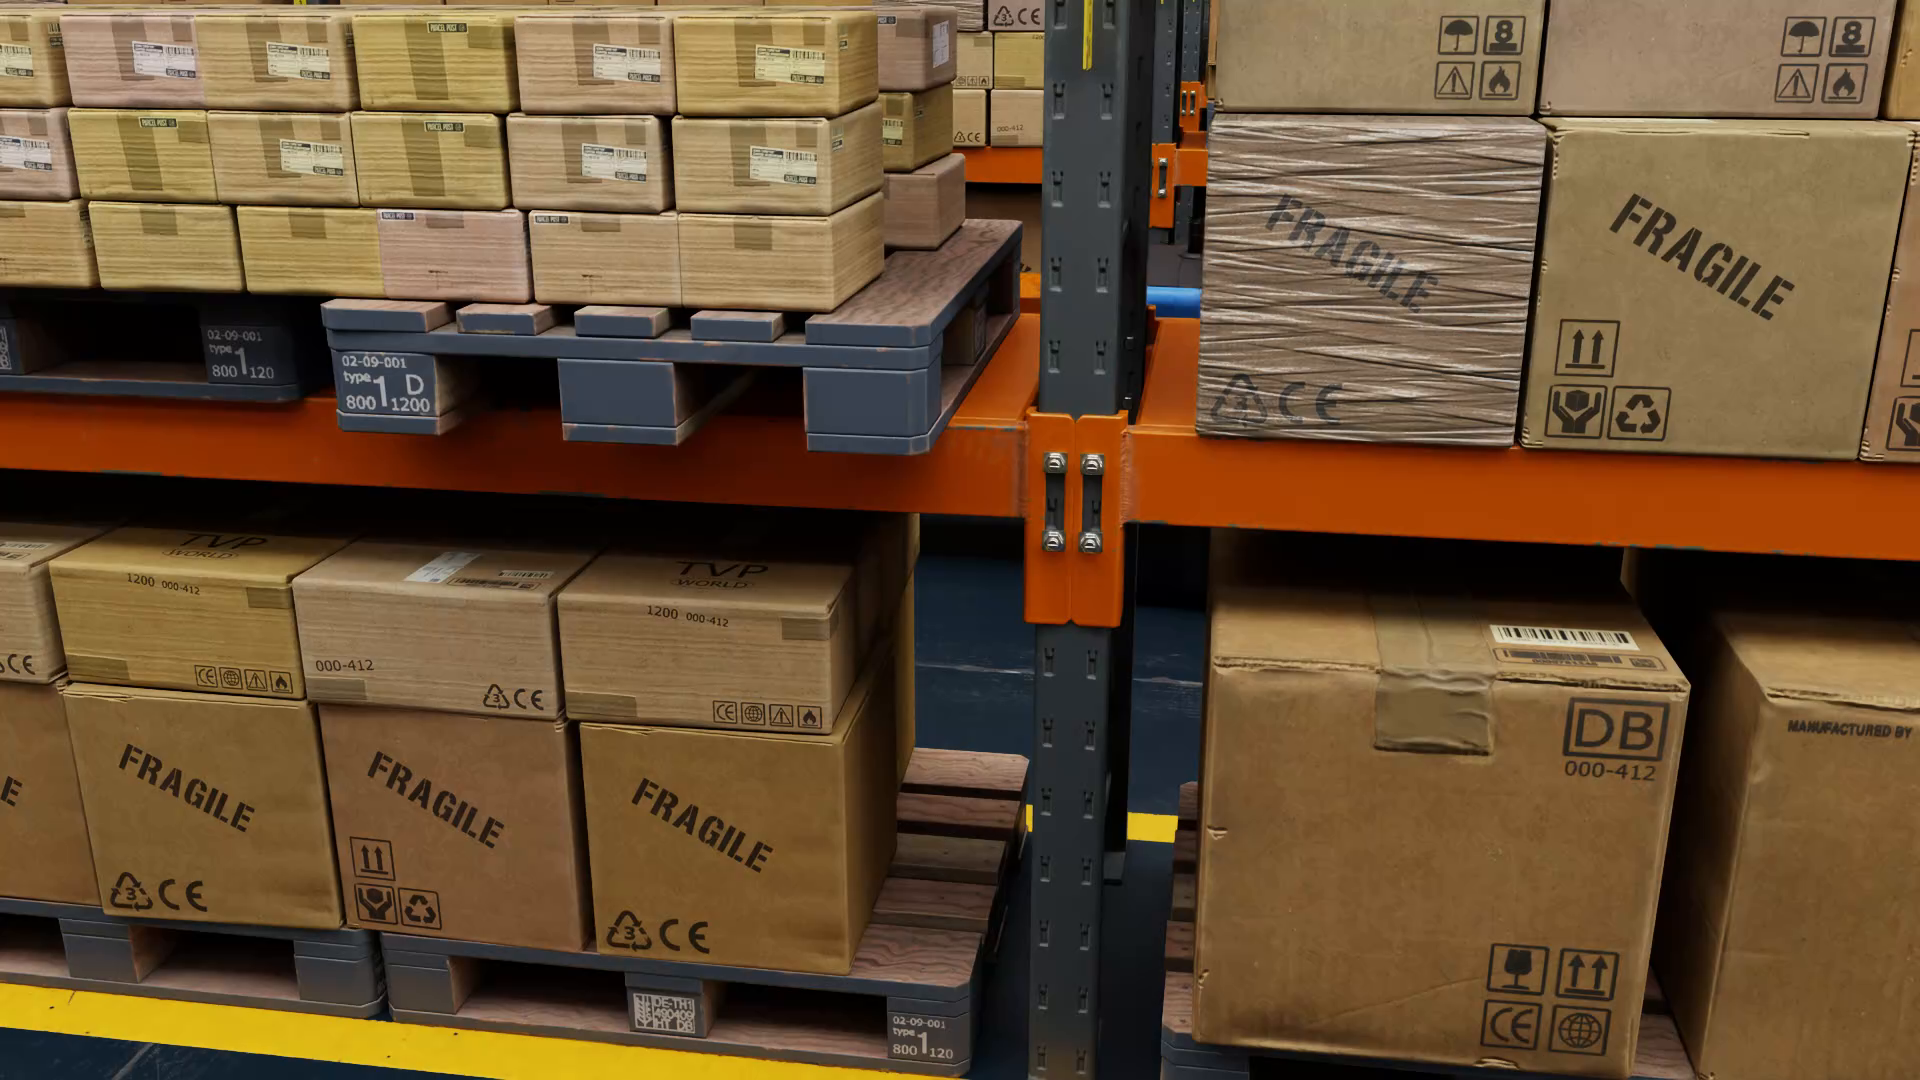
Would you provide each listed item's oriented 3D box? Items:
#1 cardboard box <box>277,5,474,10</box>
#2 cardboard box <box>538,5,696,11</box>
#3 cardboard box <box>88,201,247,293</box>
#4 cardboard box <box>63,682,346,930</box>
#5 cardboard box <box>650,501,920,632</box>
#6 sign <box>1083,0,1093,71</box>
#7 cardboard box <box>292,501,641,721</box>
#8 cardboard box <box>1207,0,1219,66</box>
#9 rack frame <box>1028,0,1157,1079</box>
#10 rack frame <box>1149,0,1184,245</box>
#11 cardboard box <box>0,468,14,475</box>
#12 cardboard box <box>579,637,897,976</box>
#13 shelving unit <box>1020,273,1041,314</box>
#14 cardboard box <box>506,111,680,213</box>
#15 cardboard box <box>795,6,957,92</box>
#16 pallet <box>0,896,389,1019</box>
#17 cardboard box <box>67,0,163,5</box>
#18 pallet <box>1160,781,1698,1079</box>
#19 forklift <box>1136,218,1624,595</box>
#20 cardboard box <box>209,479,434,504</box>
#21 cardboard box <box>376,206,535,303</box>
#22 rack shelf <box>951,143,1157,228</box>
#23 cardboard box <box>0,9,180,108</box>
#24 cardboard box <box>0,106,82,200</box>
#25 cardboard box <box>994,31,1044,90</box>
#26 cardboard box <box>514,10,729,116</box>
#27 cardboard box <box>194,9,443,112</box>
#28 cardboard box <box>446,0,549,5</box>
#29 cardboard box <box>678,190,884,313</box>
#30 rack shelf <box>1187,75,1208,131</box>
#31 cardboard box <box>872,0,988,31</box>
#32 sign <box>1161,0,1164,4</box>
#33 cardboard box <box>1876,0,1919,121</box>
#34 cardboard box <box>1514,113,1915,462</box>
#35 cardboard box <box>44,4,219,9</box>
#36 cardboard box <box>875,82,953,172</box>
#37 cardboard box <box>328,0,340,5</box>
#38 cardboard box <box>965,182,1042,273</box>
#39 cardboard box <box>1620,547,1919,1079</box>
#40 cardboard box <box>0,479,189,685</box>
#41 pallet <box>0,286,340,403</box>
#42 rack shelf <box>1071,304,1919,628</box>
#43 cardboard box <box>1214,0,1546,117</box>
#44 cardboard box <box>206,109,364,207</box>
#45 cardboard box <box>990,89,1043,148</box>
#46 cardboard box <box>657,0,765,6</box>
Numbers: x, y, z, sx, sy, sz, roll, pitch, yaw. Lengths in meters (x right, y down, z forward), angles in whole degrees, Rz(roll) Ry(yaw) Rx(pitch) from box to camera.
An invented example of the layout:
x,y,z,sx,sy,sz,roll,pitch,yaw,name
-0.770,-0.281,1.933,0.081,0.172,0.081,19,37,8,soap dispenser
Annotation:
x,y,z,sx,sy,sz,roll,pitch,yaw,name
-1.191,-1.029,3.449,0.250,0.149,0.380,4,19,11,cardboard box
-0.662,-1.003,3.369,0.250,0.149,0.380,3,19,8,cardboard box
-1.300,-0.544,2.935,0.250,0.149,0.380,2,19,6,cardboard box
-1.457,0.456,3.491,0.500,0.500,0.500,2,19,6,cardboard box
-0.372,-0.010,3.702,0.500,0.250,0.500,2,19,6,cardboard box
0.194,-0.871,2.480,0.005,0.325,0.100,3,19,9,sign
-0.946,0.126,3.295,0.500,0.250,0.500,3,19,9,cardboard box
1.364,-2.379,7.397,0.500,0.500,0.500,2,19,7,cardboard box
0.271,-0.530,3.161,0.127,3.000,1.000,3,19,9,rack frame
0.956,-2.086,7.811,0.127,3.000,1.000,3,19,9,rack frame
-2.398,-0.113,4.008,0.500,0.250,0.500,4,19,11,cardboard box
-0.420,0.505,3.345,0.500,0.500,0.500,3,19,8,cardboard box
-0.076,-0.546,6.161,1.048,1.125,0.538,4,19,10,shelving unit
-0.553,-0.647,2.773,0.250,0.149,0.380,4,19,11,cardboard box
-0.159,-0.977,3.291,0.250,0.149,0.380,3,19,9,cardboard box
-1.702,0.690,3.908,1.213,0.211,1.003,3,19,9,pallet
-4.003,-2.774,8.134,0.500,0.500,0.500,3,19,8,cardboard box
1.037,0.855,3.414,1.213,0.211,1.003,3,19,9,pallet
1.921,-1.231,5.362,3.031,2.935,1.130,5,19,14,forklift
-1.359,-0.065,3.865,0.500,0.250,0.500,3,19,9,cardboard box
-0.788,-0.517,2.855,0.250,0.149,0.380,3,19,10,cardboard box
-1.019,-1.846,8.226,4.000,0.370,1.077,3,19,9,rack shelf
-1.562,-0.839,2.881,0.250,0.149,0.380,4,19,11,cardboard box
-1.563,-0.698,2.927,0.250,0.149,0.380,3,19,10,cardboard box
0.438,-2.197,7.590,0.500,0.250,0.500,3,19,8,cardboard box
-0.533,-0.787,2.724,0.250,0.149,0.380,3,19,8,cardboard box
-1.056,-0.812,2.800,0.250,0.149,0.380,3,19,10,cardboard box
-2.098,-2.680,7.852,0.500,0.500,0.500,3,19,8,cardboard box
-0.289,-0.491,2.778,0.250,0.149,0.380,3,19,10,cardboard box
3.714,-3.200,12.272,4.000,0.370,1.077,3,19,9,rack shelf
-0.104,-2.575,7.539,0.500,0.500,0.500,3,19,10,cardboard box
0.871,-2.461,7.107,0.005,0.325,0.100,3,19,9,sign
1.719,-0.976,2.759,0.500,0.500,0.700,3,19,8,cardboard box
1.174,-0.446,2.751,0.500,0.500,0.500,3,19,8,cardboard box
-1.698,-1.056,3.528,0.250,0.149,0.380,3,19,8,cardboard box
-0.174,-0.839,3.347,0.250,0.149,0.380,4,19,11,cardboard box
-3.425,-2.909,8.536,0.500,0.500,0.500,3,19,9,cardboard box
0.287,-1.339,8.263,0.875,0.875,0.875,3,19,8,cardboard box
1.721,0.439,3.147,0.750,0.750,1.050,3,19,9,cardboard box
-1.962,0.072,3.456,0.500,0.250,0.500,4,19,11,cardboard box
-1.690,-0.526,3.451,1.213,0.211,1.003,3,19,9,pallet
2.245,-0.089,2.974,4.000,0.370,1.077,3,19,9,rack shelf
0.712,-1.026,2.909,0.500,0.500,0.700,3,19,8,cardboard box
-1.060,-0.672,2.849,0.250,0.149,0.380,3,19,9,cardboard box
0.416,-1.959,7.668,0.500,0.250,0.500,2,19,7,cardboard box
-1.091,-2.630,7.702,0.500,0.500,0.500,3,19,8,cardboard box
